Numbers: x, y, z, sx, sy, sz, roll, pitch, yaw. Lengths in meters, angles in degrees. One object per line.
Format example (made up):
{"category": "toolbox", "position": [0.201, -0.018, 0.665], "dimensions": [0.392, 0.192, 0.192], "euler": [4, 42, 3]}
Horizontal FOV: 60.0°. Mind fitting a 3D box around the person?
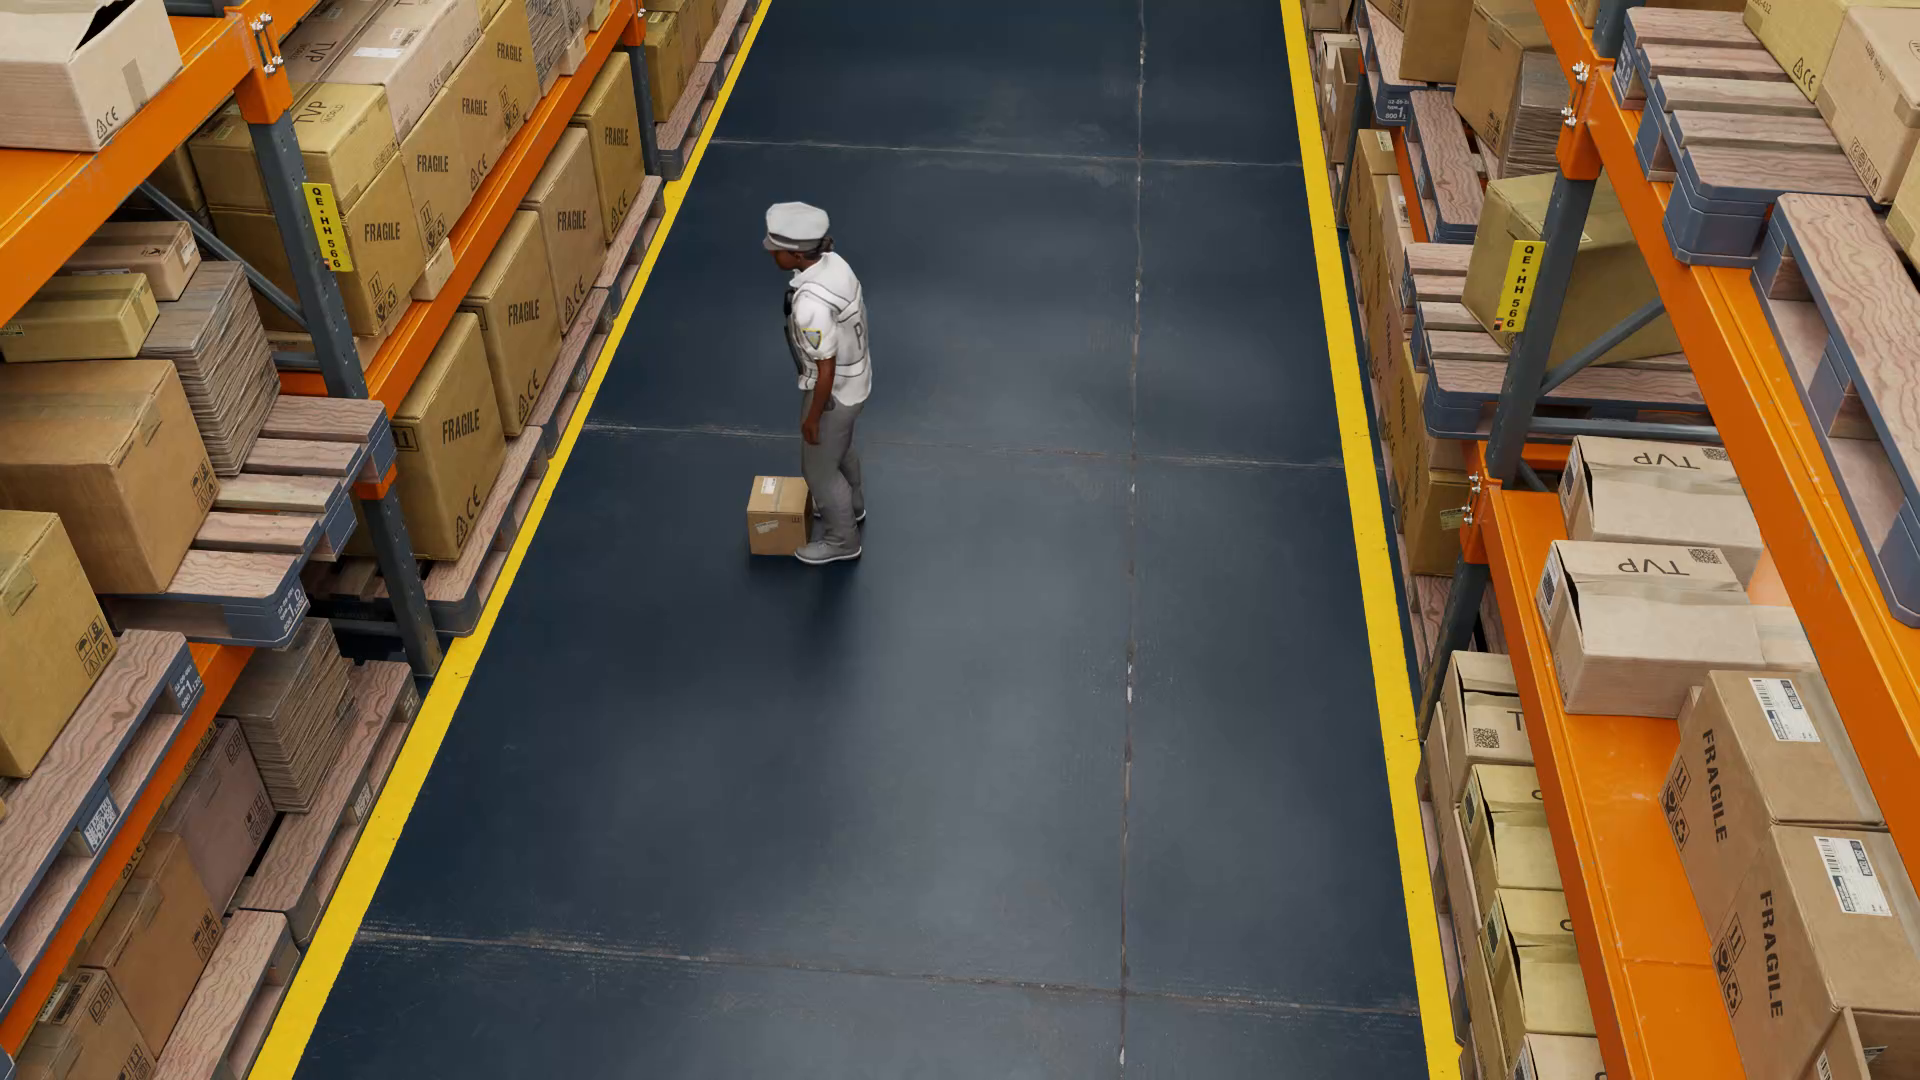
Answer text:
{"category": "person", "position": [-0.562, -0.635, 6.906], "dimensions": [0.397, 1.659, 0.522], "euler": [2, 40, 3]}
